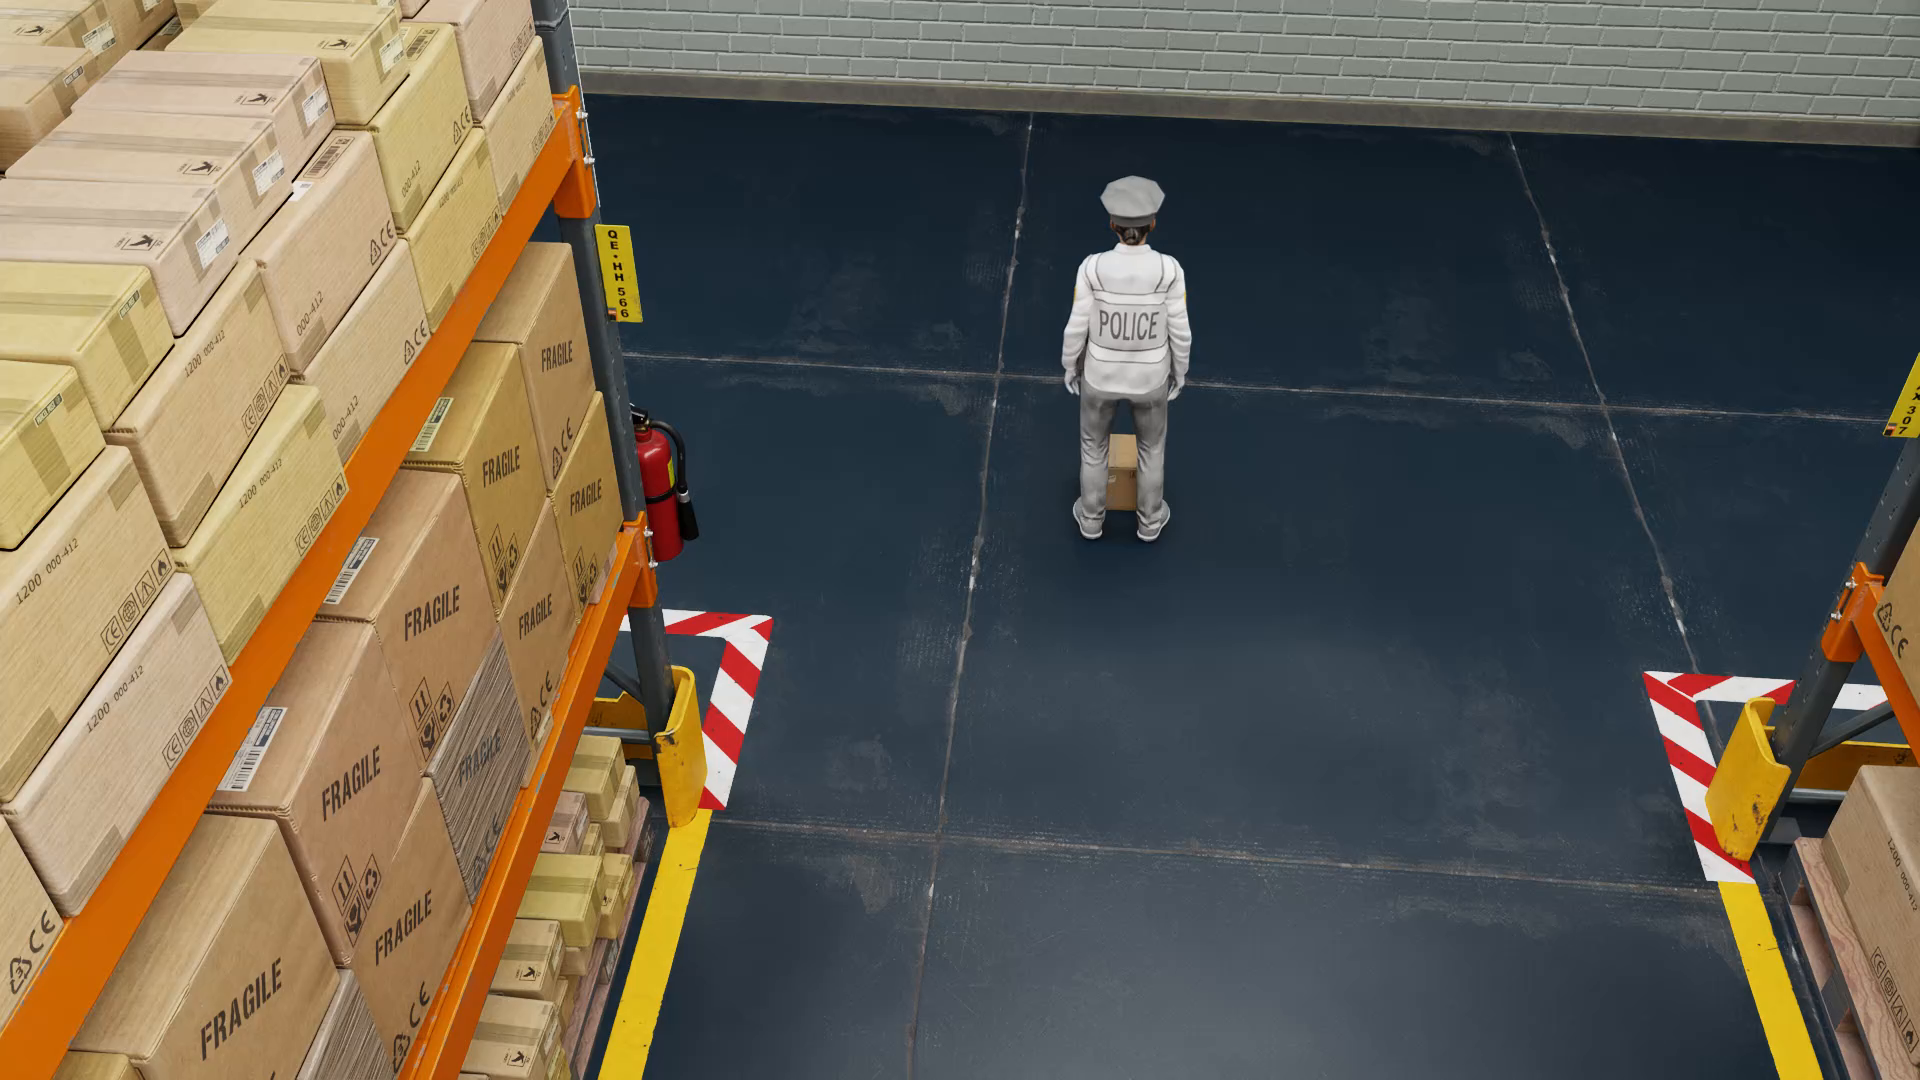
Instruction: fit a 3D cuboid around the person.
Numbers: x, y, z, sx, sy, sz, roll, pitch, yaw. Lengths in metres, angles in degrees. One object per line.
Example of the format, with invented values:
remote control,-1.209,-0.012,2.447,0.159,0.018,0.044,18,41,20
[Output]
person,0.690,-0.696,6.974,0.528,1.664,0.372,3,40,4
